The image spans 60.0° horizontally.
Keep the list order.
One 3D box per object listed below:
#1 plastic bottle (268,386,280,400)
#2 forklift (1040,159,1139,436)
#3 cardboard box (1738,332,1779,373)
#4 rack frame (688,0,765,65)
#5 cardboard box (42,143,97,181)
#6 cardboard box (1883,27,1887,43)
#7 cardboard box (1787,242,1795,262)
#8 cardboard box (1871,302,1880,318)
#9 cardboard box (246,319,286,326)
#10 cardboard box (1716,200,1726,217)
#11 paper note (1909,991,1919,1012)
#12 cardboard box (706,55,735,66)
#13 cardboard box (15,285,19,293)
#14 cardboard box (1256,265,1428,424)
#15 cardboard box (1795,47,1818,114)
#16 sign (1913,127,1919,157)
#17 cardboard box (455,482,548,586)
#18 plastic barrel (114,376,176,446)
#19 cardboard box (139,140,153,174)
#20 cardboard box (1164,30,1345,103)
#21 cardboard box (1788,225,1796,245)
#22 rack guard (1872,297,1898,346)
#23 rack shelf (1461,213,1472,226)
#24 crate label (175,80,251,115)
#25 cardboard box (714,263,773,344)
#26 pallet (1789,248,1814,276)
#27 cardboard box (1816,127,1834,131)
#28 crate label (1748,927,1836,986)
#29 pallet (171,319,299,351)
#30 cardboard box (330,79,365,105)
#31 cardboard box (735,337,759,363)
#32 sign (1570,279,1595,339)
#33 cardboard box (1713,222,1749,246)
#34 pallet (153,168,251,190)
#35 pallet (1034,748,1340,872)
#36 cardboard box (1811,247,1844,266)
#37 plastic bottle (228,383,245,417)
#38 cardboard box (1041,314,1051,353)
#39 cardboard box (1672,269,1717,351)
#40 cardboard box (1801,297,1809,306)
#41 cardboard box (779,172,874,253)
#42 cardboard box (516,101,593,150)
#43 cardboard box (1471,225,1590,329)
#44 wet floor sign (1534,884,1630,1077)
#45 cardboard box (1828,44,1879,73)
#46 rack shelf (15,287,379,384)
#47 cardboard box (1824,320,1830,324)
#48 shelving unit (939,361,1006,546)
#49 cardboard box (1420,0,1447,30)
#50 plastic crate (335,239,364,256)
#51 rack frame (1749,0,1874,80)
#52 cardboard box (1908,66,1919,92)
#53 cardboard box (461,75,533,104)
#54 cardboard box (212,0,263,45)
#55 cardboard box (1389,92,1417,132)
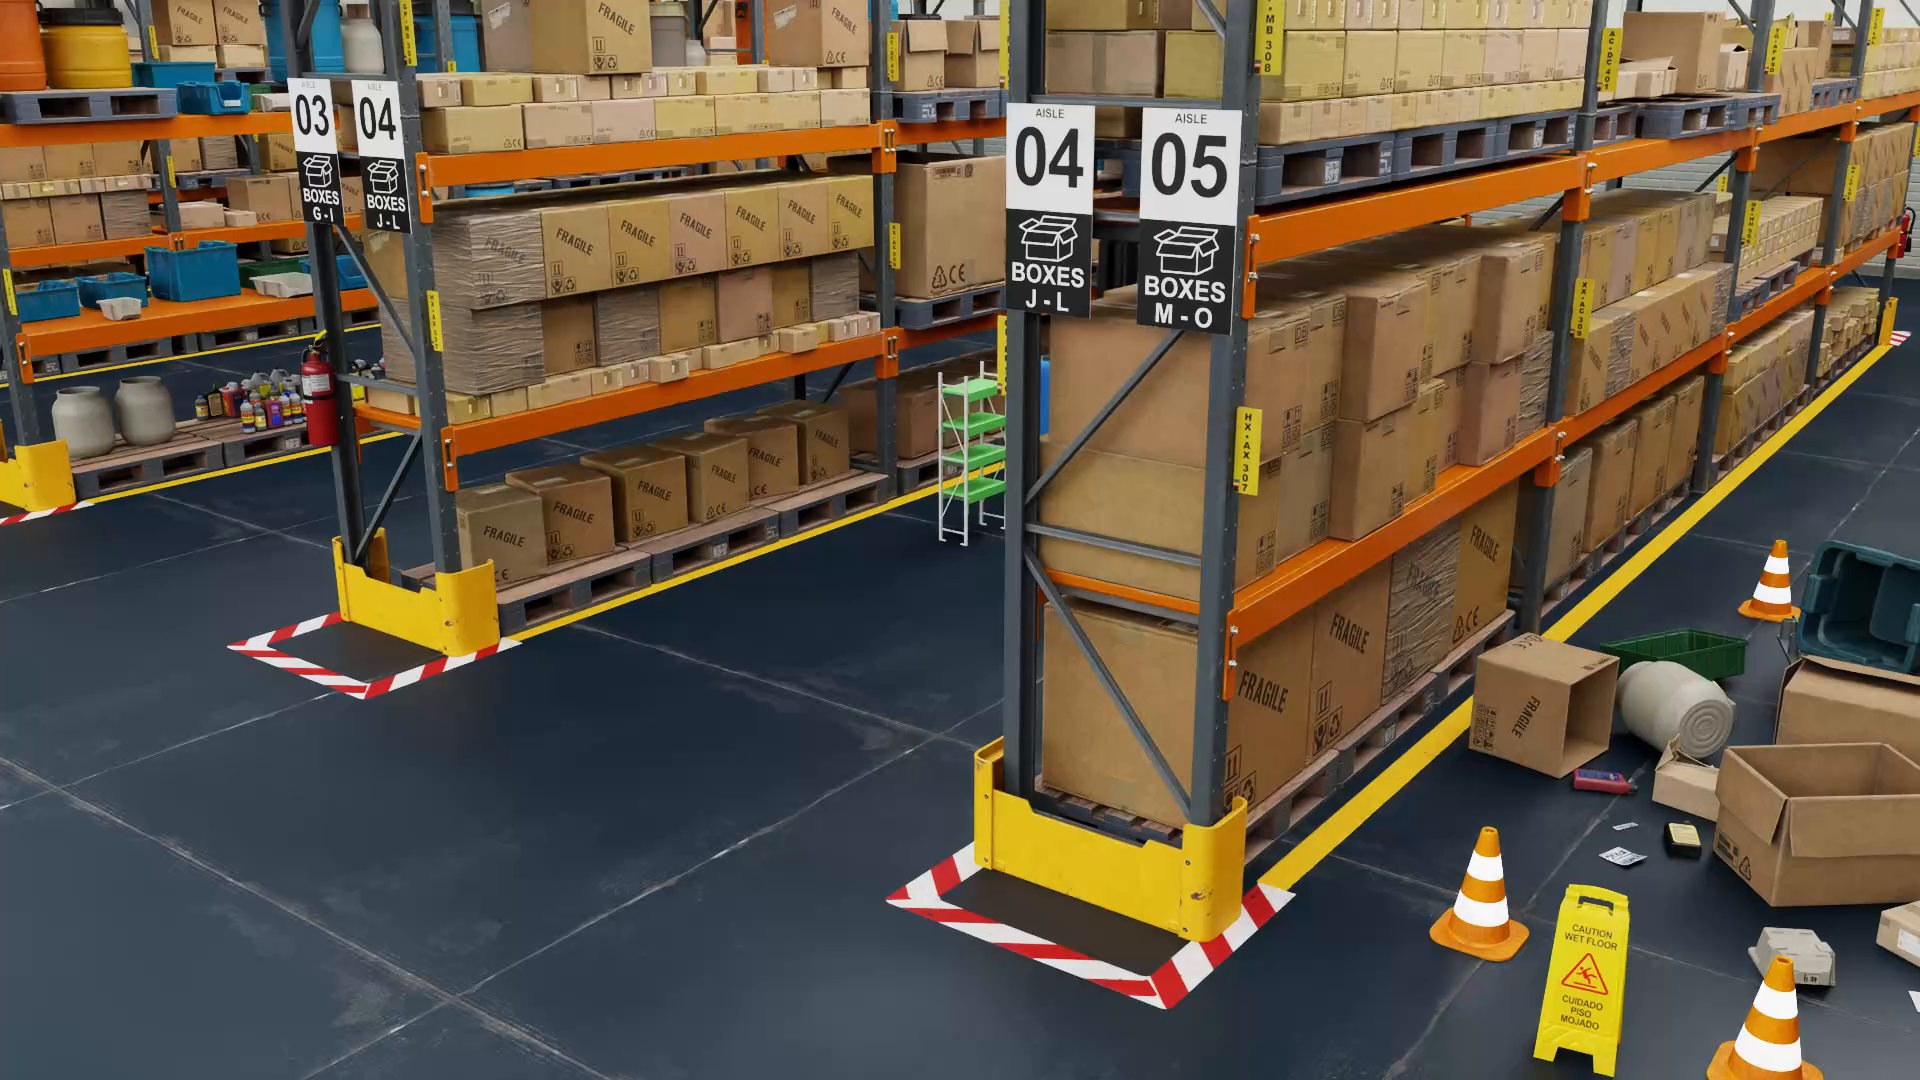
[{"bbox_3d":[-6.064,-1.259,14.716,0.097,0.201,0.097,0,17,0],"label":"plastic bottle"},{"bbox_3d":[1.845,-1.965,13.128,1.130,2.935,3.031,15,23,40],"label":"forklift"},{"bbox_3d":[6.600,-1.605,14.097,0.500,0.250,0.500,13,21,35],"label":"cardboard box"},{"bbox_3d":[-2.513,-6.523,17.576,1.000,3.000,0.127,12,21,35],"label":"rack frame"},{"bbox_3d":[-9.432,-4.022,17.280,0.700,0.500,0.500,12,21,35],"label":"cardboard box"},{"bbox_3d":[8.761,-4.899,16.143,0.380,0.149,0.250,12,21,33],"label":"cardboard box"},{"bbox_3d":[7.078,-2.538,14.575,0.380,0.149,0.250,11,21,32],"label":"cardboard box"},{"bbox_3d":[10.069,-2.593,18.633,0.380,0.149,0.250,12,21,33],"label":"cardboard box"},{"bbox_3d":[-8.127,-2.643,19.124,0.500,0.250,0.500,13,22,36],"label":"cardboard box"},{"bbox_3d":[6.700,-3.000,15.059,0.380,0.149,0.250,12,21,34],"label":"cardboard box"},{"bbox_3d":[3.621,1.715,6.171,0.148,0.019,0.142,5,18,16],"label":"paper note"},{"bbox_3d":[-3.617,-6.920,24.165,0.500,0.250,0.500,12,21,35],"label":"cardboard box"},{"bbox_3d":[-9.862,-2.320,16.819,0.500,0.500,0.500,12,21,35],"label":"cardboard box"},{"bbox_3d":[1.570,-0.902,7.518,0.875,0.550,0.550,12,21,35],"label":"cardboard box"},{"bbox_3d":[6.528,-3.692,13.348,0.500,0.500,0.500,12,21,35],"label":"cardboard box"},{"bbox_3d":[10.588,-4.389,18.334,0.100,0.325,0.005,12,21,35],"label":"sign"},{"bbox_3d":[-2.917,-0.030,10.289,0.500,0.500,0.500,-15,23,-40],"label":"cardboard box"},{"bbox_3d":[-6.650,-1.055,13.569,0.421,0.512,0.421,0,17,0],"label":"plastic barrel"},{"bbox_3d":[-11.466,-5.252,22.689,0.700,0.500,0.500,12,21,35],"label":"cardboard box"},{"bbox_3d":[1.115,-1.798,6.292,0.500,0.250,0.500,12,21,35],"label":"cardboard box"},{"bbox_3d":[7.071,-2.679,14.526,0.380,0.149,0.250,11,20,32],"label":"cardboard box"},{"bbox_3d":[10.109,-2.576,19.196,1.175,0.500,0.348,12,21,35],"label":"rack guard"},{"bbox_3d":[5.040,-3.868,20.356,1.077,0.370,4.000,12,21,35],"label":"rack shelf"},{"bbox_3d":[-5.899,-3.502,13.155,0.502,0.251,0.408,12,21,35],"label":"crate label"},{"bbox_3d":[-1.780,-1.674,11.406,0.875,0.500,0.500,12,21,35],"label":"cardboard box"},{"bbox_3d":[7.199,-2.587,15.340,1.003,0.211,1.213,12,21,35],"label":"pallet"},{"bbox_3d":[8.750,-4.032,17.313,0.500,0.500,0.500,12,21,33],"label":"cardboard box"},{"bbox_3d":[3.202,1.597,6.370,0.250,0.136,0.298,2,17,6],"label":"crate label"},{"bbox_3d":[-8.465,-2.432,19.220,1.003,0.211,1.213,12,21,35],"label":"pallet"},{"bbox_3d":[-3.387,-2.550,9.420,0.380,0.149,0.250,12,21,35],"label":"cardboard box"},{"bbox_3d":[-1.595,-1.318,11.354,0.380,0.149,0.250,12,21,35],"label":"cardboard box"},{"bbox_3d":[3.451,-1.283,9.225,0.100,0.325,0.005,12,21,35],"label":"sign"},{"bbox_3d":[6.126,-2.445,13.272,0.380,0.149,0.250,12,21,34],"label":"cardboard box"},{"bbox_3d":[-10.809,-5.129,23.524,1.213,0.211,1.003,12,21,35],"label":"pallet"},{"bbox_3d":[1.035,1.151,7.683,1.003,0.211,1.213,12,21,35],"label":"pallet"},{"bbox_3d":[8.203,-2.725,15.884,0.380,0.149,0.250,13,22,37],"label":"cardboard box"},{"bbox_3d":[-6.280,-1.217,14.443,0.061,0.283,0.133,12,21,35],"label":"plastic bottle"},{"bbox_3d":[0.782,-1.864,14.898,0.500,0.250,0.500,16,23,41],"label":"cardboard box"},{"bbox_3d":[5.037,-1.657,11.853,0.500,0.500,0.500,12,21,35],"label":"cardboard box"},{"bbox_3d":[8.995,-2.584,18.102,0.380,0.149,0.250,13,22,37],"label":"cardboard box"},{"bbox_3d":[-0.966,-2.342,11.871,0.500,0.500,0.500,12,21,35],"label":"cardboard box"},{"bbox_3d":[-2.505,-2.431,9.711,0.500,0.250,0.500,12,21,33],"label":"cardboard box"},{"bbox_3d":[3.296,-1.574,9.901,0.700,0.500,0.500,12,21,34],"label":"cardboard box"},{"bbox_3d":[2.194,1.504,5.812,0.267,0.644,0.232,8,19,25],"label":"wet floor sign"},{"bbox_3d":[8.251,-4.507,15.551,0.500,0.250,0.500,13,22,36],"label":"cardboard box"},{"bbox_3d":[-6.088,-1.885,13.971,1.077,0.370,4.000,12,21,35],"label":"rack shelf"},{"bbox_3d":[8.466,-2.128,16.634,0.380,0.149,0.250,12,21,34],"label":"cardboard box"},{"bbox_3d":[0.099,-0.612,11.693,0.258,1.200,0.503,12,21,35],"label":"shelving unit"},{"bbox_3d":[1.834,-2.244,7.058,0.380,0.149,0.250,12,21,34],"label":"cardboard box"},{"bbox_3d":[-5.311,-2.574,15.078,0.767,0.338,0.504,12,21,35],"label":"plastic crate"},{"bbox_3d":[7.771,-5.700,14.926,1.000,3.000,0.127,12,21,35],"label":"rack frame"},{"bbox_3d":[9.798,-4.871,17.566,0.500,0.250,0.500,12,21,35],"label":"cardboard box"},{"bbox_3d":[-2.669,-2.580,9.517,0.380,0.149,0.250,12,21,34],"label":"cardboard box"},{"bbox_3d":[-8.152,-5.781,18.524,0.500,0.500,0.500,15,23,40],"label":"cardboard box"},{"bbox_3d":[1.684,-1.803,6.982,0.380,0.149,0.250,13,21,35],"label":"cardboard box"}]
